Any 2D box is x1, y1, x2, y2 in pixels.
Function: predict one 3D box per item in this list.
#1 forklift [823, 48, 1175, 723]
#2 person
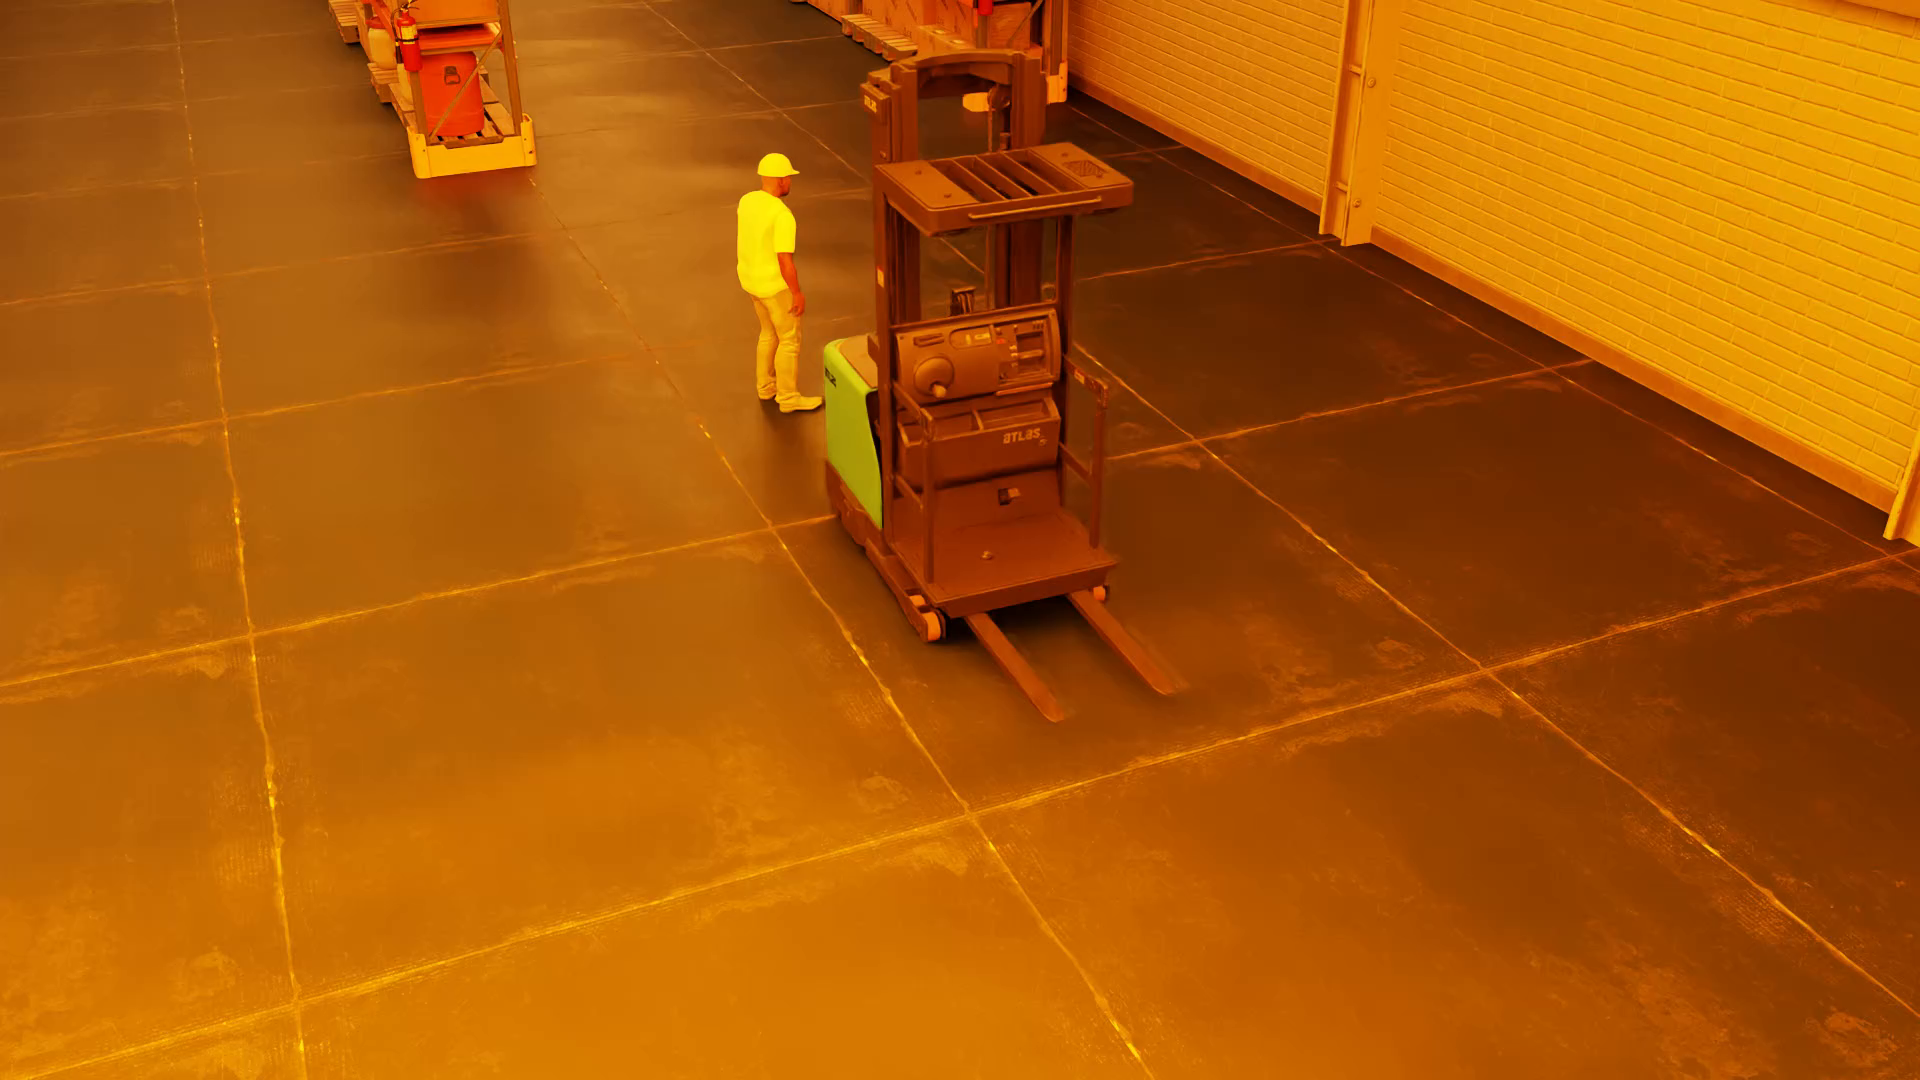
[{"bbox_3d":[0.189,-0.952,8.784,1.130,2.935,3.031,-11,32,-19],"label":"forklift"},{"bbox_3d":[-1.264,-1.763,11.388,0.462,1.759,0.627,-20,35,-31],"label":"person"}]
